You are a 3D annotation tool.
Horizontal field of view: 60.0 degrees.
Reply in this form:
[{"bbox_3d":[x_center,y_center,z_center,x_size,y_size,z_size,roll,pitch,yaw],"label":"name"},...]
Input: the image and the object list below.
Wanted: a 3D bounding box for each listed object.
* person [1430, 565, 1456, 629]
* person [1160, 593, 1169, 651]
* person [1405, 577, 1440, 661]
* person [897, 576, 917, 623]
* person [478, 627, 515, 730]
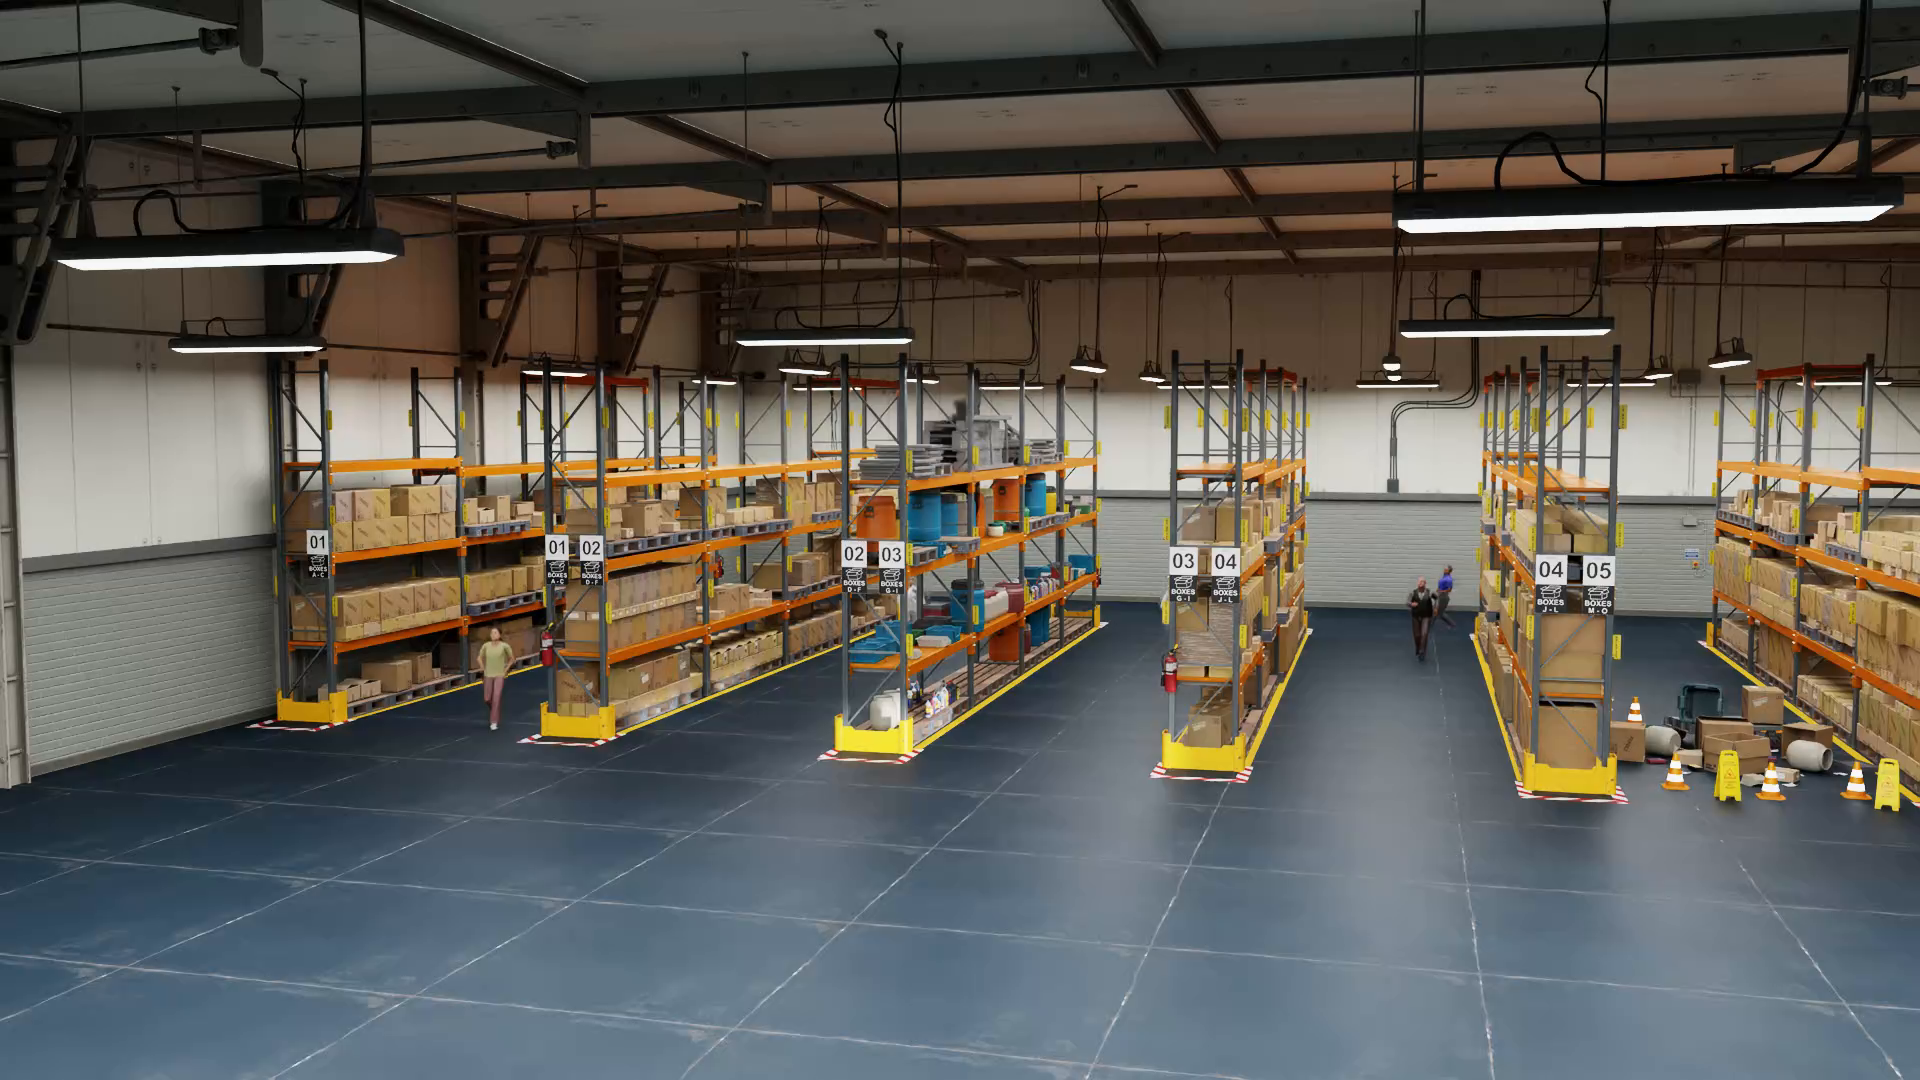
[{"bbox_3d":[11.347,1.381,39.270,0.779,1.609,0.704,0,4,4],"label":"person"},{"bbox_3d":[4.147,1.643,32.301,0.539,1.506,0.756,1,4,7],"label":"person"},{"bbox_3d":[9.615,1.623,34.667,0.666,1.670,1.066,2,4,24],"label":"person"},{"bbox_3d":[-1.086,1.578,35.886,0.583,1.747,0.749,0,4,1],"label":"person"},{"bbox_3d":[-7.601,2.243,27.238,0.594,1.670,0.678,0,4,-2],"label":"person"}]
